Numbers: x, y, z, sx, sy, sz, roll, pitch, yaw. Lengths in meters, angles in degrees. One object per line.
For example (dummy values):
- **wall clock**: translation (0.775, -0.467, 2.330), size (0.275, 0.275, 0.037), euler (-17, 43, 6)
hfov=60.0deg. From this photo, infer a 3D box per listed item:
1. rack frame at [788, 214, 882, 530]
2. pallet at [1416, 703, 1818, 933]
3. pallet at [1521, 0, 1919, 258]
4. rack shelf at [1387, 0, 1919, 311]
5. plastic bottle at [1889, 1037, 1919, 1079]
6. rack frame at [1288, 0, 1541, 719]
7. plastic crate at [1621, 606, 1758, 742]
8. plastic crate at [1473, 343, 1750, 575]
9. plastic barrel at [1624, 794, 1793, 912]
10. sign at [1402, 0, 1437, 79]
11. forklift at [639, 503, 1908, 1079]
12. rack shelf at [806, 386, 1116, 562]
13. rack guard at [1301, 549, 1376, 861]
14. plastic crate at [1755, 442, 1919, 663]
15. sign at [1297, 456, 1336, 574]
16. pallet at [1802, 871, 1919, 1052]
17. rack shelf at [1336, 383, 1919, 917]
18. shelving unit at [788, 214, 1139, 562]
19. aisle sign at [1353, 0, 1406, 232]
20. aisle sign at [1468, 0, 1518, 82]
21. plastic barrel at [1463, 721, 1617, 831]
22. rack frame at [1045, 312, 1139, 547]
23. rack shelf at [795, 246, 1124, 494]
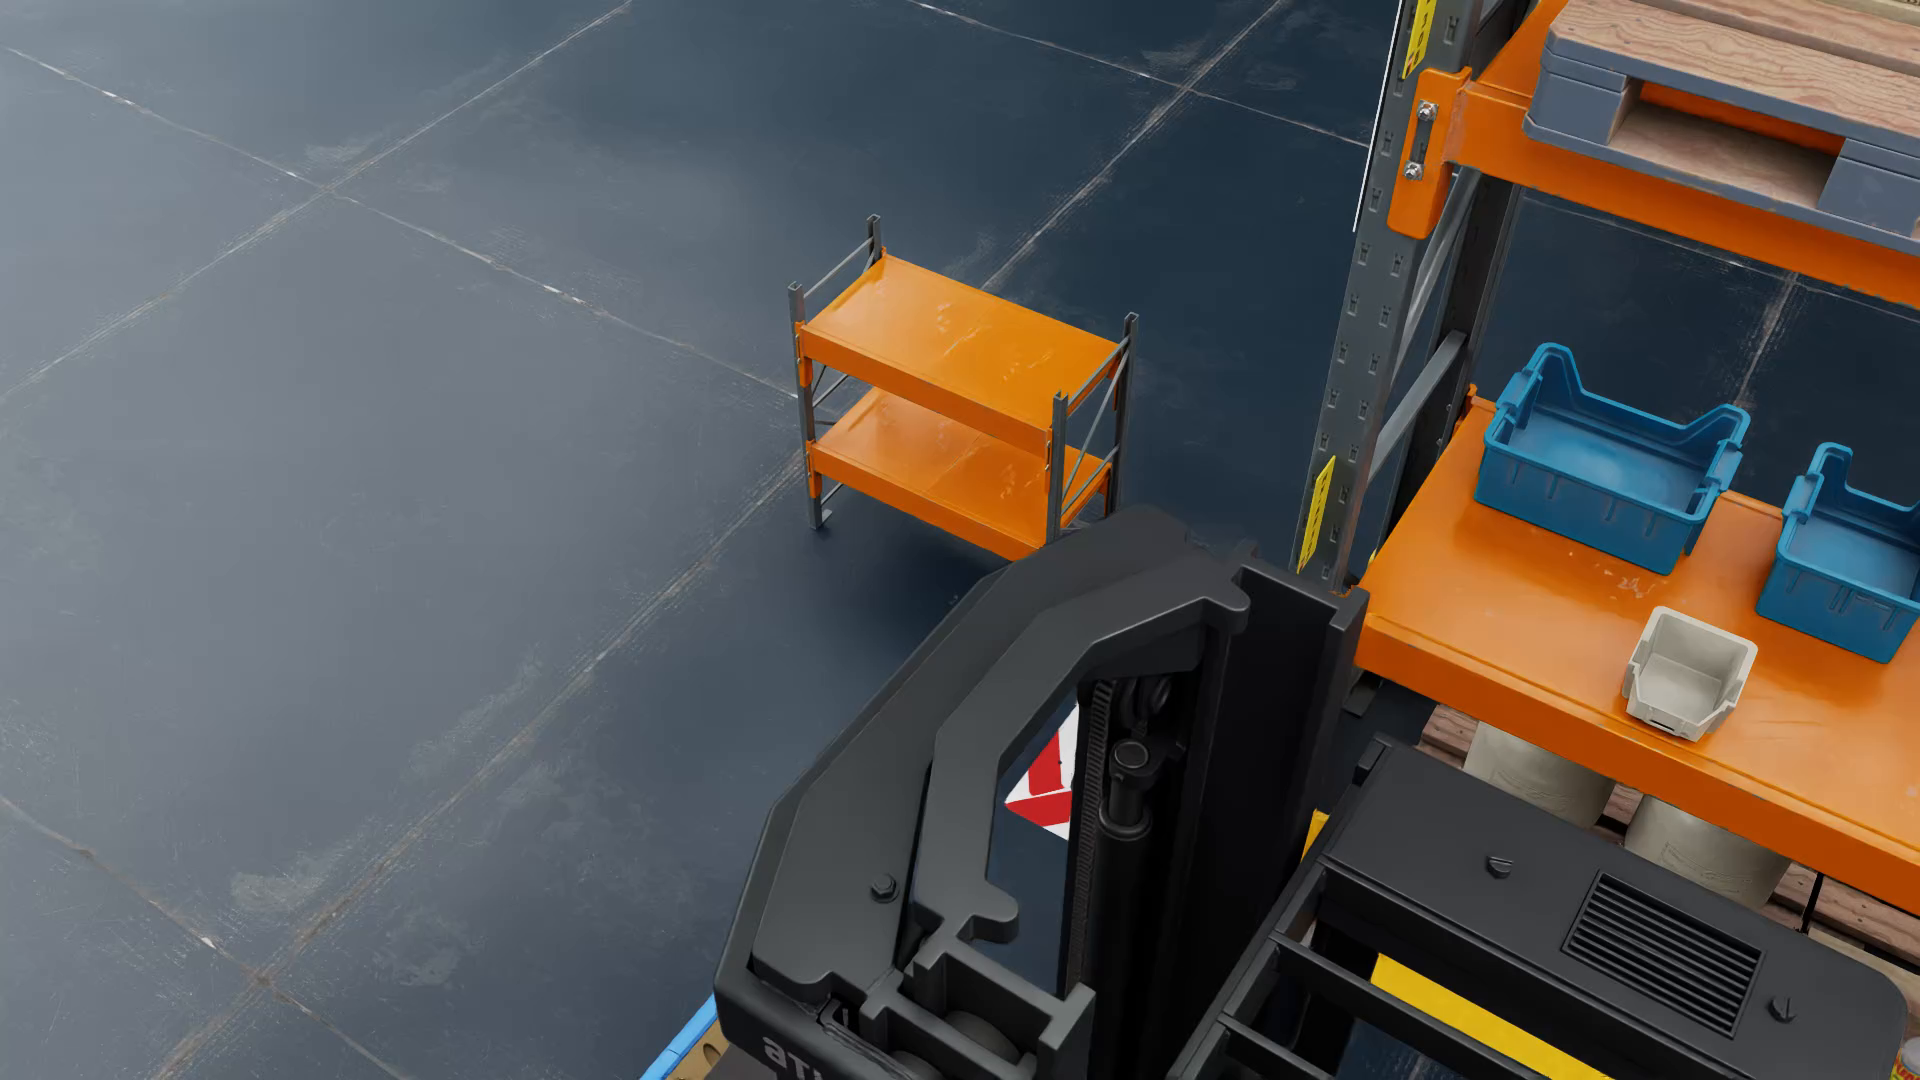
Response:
- **rack frame**: translation (-0.422, -0.586, 6.035), size (0.032, 1.125, 0.500), euler (25, 51, 22)
- **pallet**: translation (1.931, 0.999, 5.132), size (1.213, 0.211, 1.003), euler (25, 51, 22)
- **pallet**: translation (1.805, -0.891, 3.065), size (1.213, 0.211, 1.003), euler (25, 51, 22)
- **rack shelf**: translation (2.845, -0.312, 2.871), size (4.000, 0.370, 1.077), euler (25, 51, 22)
- **plastic bottle**: translation (2.519, 1.396, 4.397), size (0.097, 0.271, 0.097), euler (0, 46, 0)
- **rack frame**: translation (1.161, -0.291, 4.442), size (0.127, 3.000, 1.000), euler (25, 51, 22)
- **plastic crate**: translation (1.741, 0.341, 4.011), size (0.250, 0.136, 0.298), euler (25, 51, 22)
- **plastic crate**: translation (1.744, -0.226, 4.482), size (0.616, 0.251, 0.499), euler (25, 51, 22)
- **plastic barrel**: translation (2.178, 0.832, 4.792), size (0.421, 0.512, 0.421), euler (0, 46, 0)
- **sign**: translation (0.860, -1.009, 3.041), size (0.005, 0.325, 0.100), euler (25, 51, 22)
- **forklift**: translation (0.581, 1.444, 2.803), size (3.031, 2.935, 1.130), euler (26, 51, 23)
- **rack shelf**: translation (0.006, -0.219, 6.019), size (1.000, 0.278, 0.538), euler (25, 51, 22)
- **rack guard**: translation (1.250, 0.581, 5.337), size (0.348, 0.500, 1.175), euler (25, 51, 22)
- **plastic crate**: translation (2.287, 0.029, 4.234), size (0.408, 0.251, 0.499), euler (25, 51, 22)
- **sign**: translation (0.860, -0.057, 4.021), size (0.005, 0.325, 0.100), euler (25, 51, 22)
- **pallet**: translation (2.954, 1.472, 4.672), size (1.213, 0.211, 1.003), euler (25, 51, 22)
- **rack shelf**: translation (2.845, 0.734, 3.947), size (4.000, 0.370, 1.077), euler (25, 51, 22)
- **shelving unit**: translation (0.006, -0.389, 5.844), size (1.048, 1.125, 0.538), euler (25, 51, 22)
- **aisle sign**: translation (0.942, -1.048, 3.364), size (0.004, 0.787, 0.394), euler (25, 51, 22)
- **aisle sign**: translation (1.261, -1.404, 3.711), size (0.004, 0.787, 0.394), euler (25, 51, 22)
- **plastic barrel**: translation (1.756, 0.638, 4.980), size (0.421, 0.512, 0.421), euler (0, 46, 0)
- **rack frame**: translation (0.434, -0.193, 5.653), size (0.032, 1.125, 0.500), euler (25, 51, 22)
- **rack shelf**: translation (0.006, -0.593, 5.634), size (1.000, 0.278, 0.538), euler (25, 51, 22)
